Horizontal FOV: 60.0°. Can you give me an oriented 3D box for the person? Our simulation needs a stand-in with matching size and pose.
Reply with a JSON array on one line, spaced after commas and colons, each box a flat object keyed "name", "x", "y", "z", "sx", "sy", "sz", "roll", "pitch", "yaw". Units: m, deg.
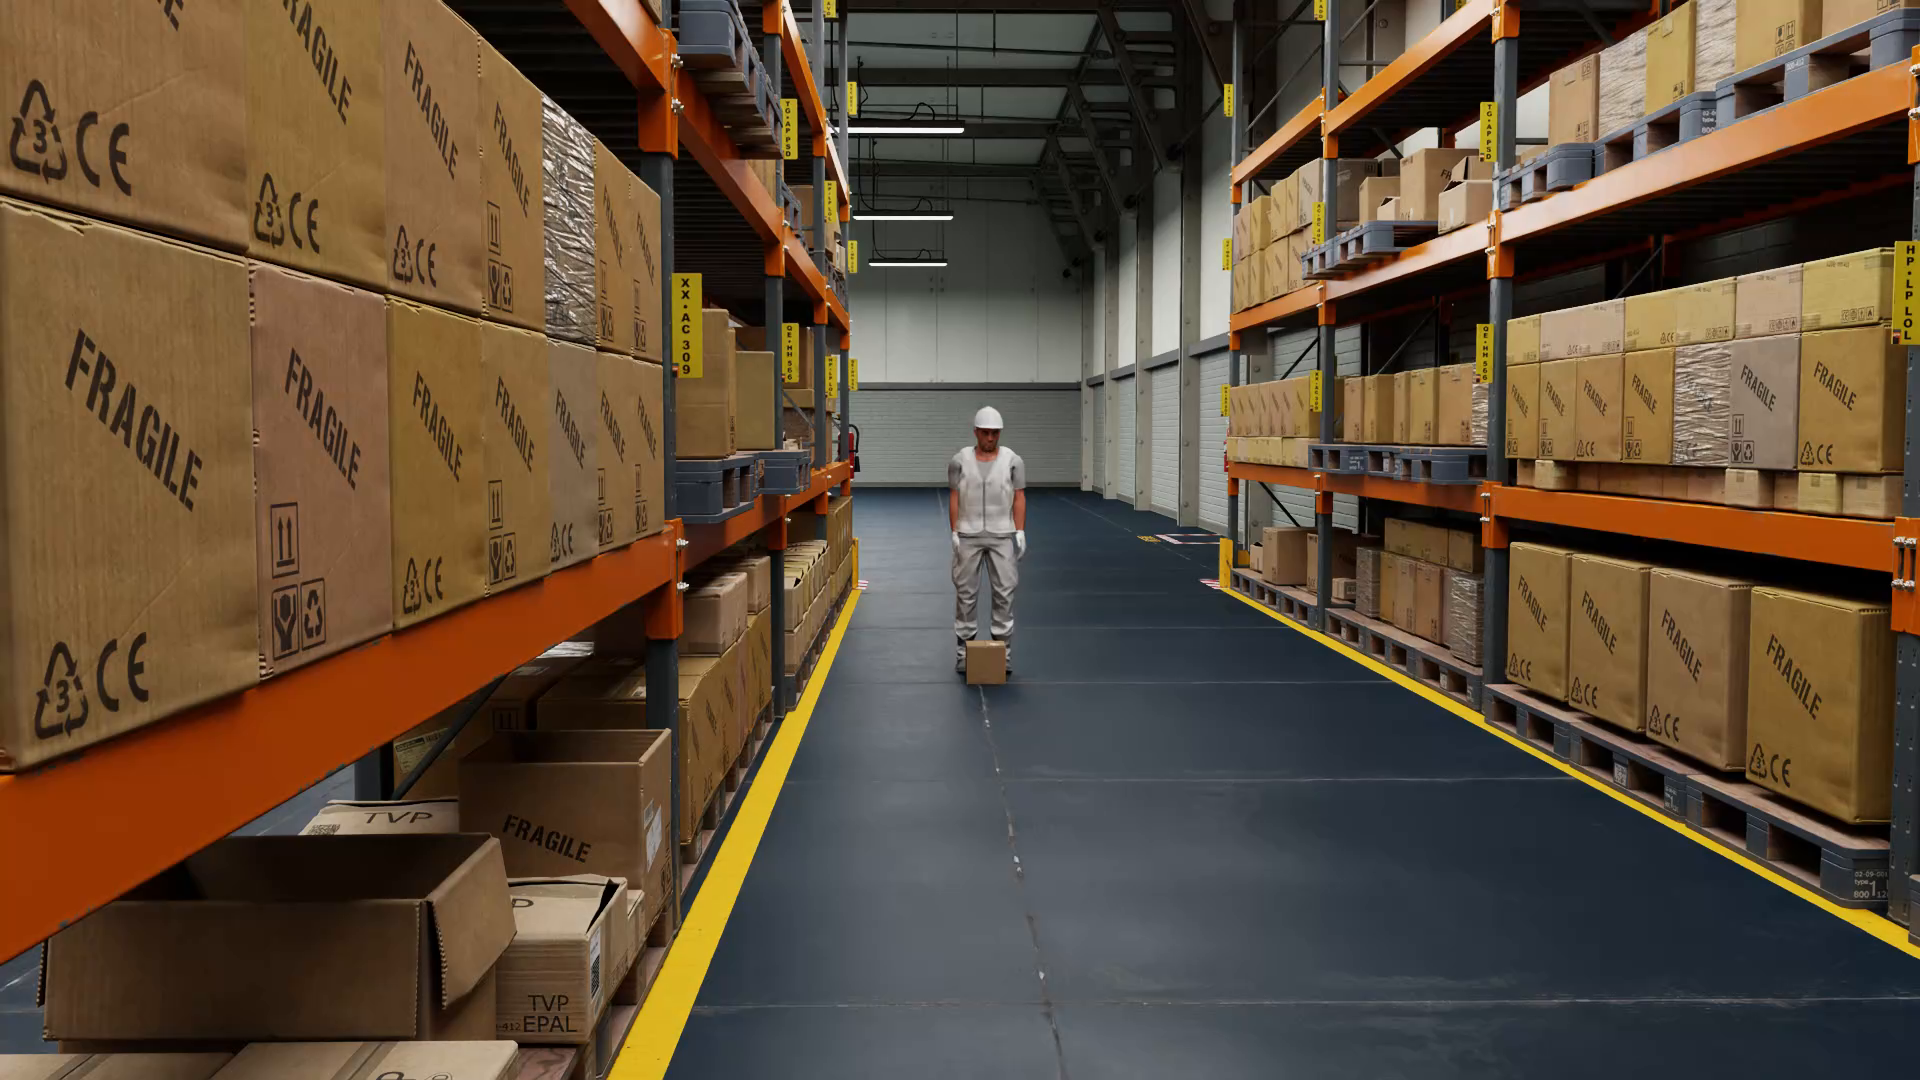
[{"name": "person", "x": 0.183, "y": -0.003, "z": 11.117, "sx": 0.528, "sy": 1.777, "sz": 0.358, "roll": 0, "pitch": 4, "yaw": 0}]
